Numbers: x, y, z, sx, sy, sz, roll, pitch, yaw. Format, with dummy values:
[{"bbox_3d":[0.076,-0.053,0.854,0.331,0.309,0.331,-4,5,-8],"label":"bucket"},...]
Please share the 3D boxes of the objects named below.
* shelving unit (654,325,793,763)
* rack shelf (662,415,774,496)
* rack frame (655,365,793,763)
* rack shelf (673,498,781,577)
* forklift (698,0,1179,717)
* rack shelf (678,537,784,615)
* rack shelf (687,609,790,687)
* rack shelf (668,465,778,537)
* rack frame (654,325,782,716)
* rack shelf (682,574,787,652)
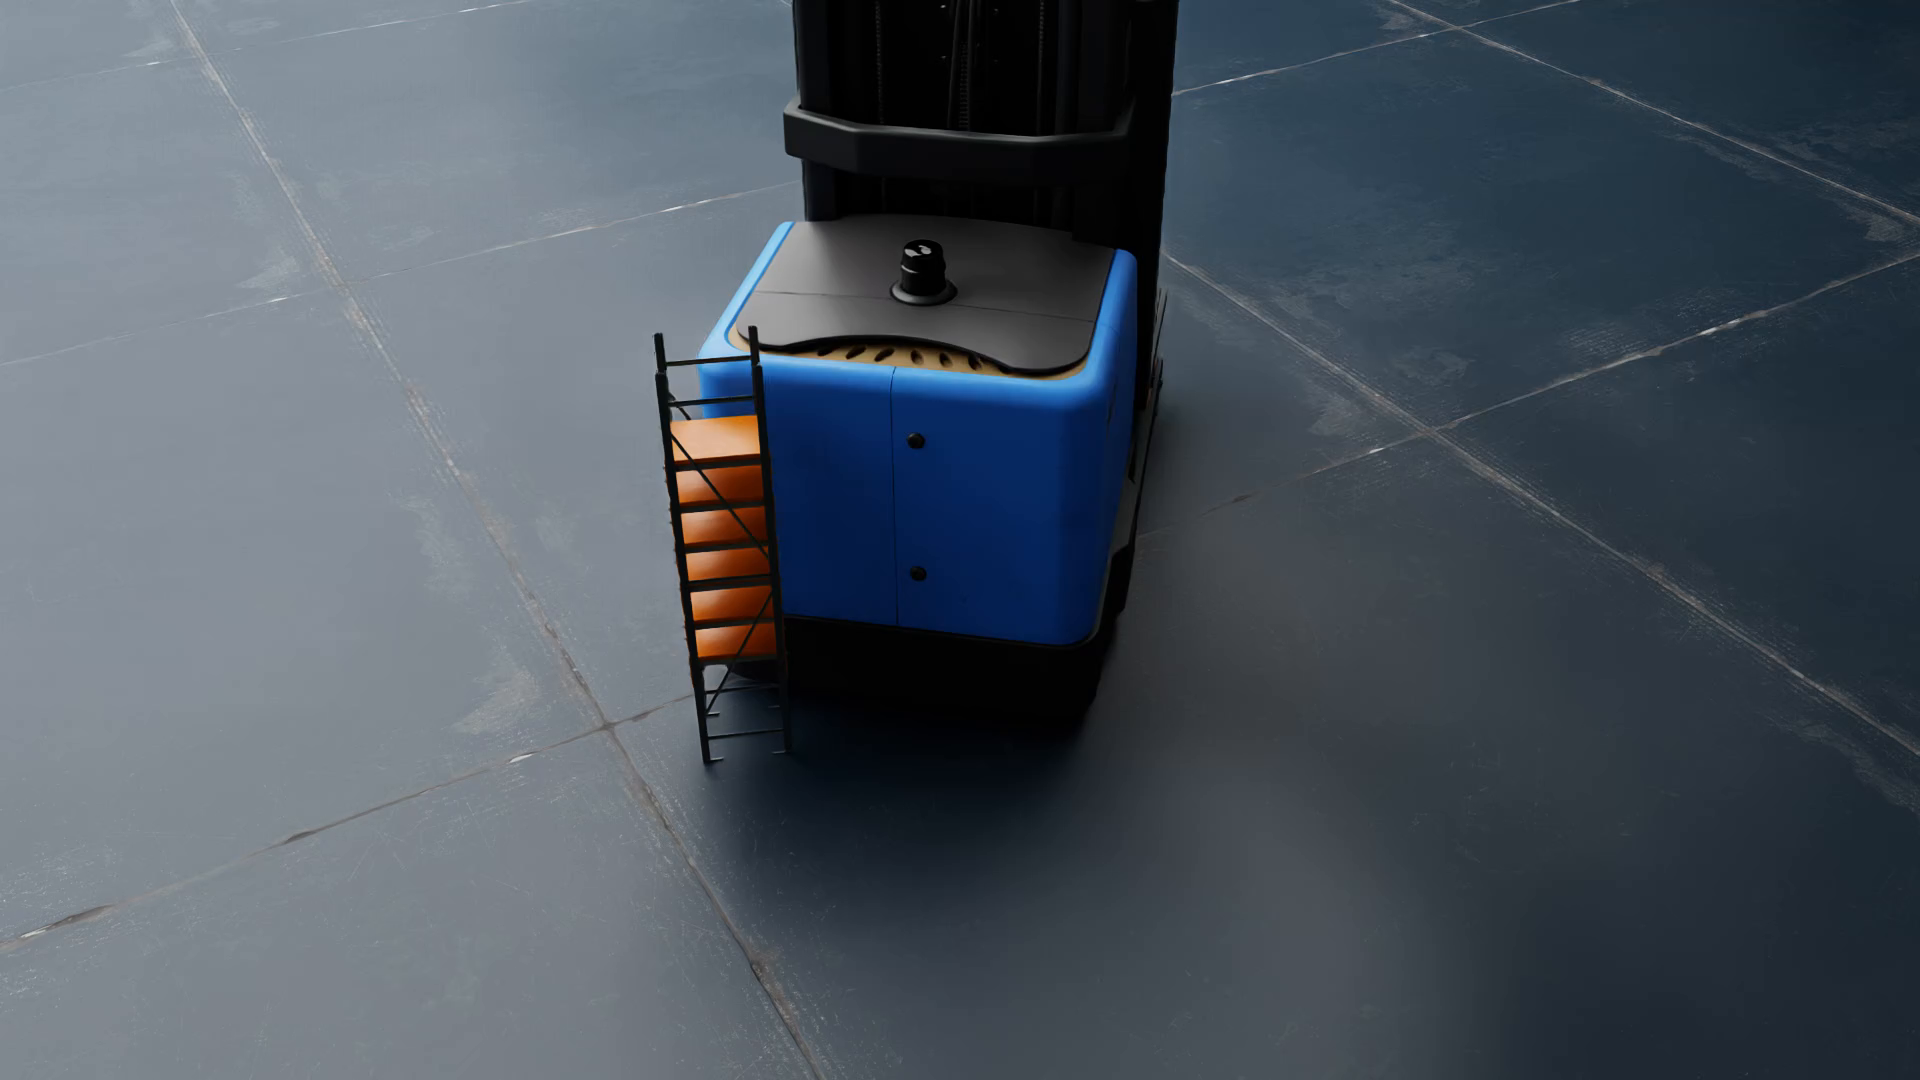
[{"bbox_3d":[-0.581,0.045,4.170,0.258,1.200,0.189,-5,37,-7],"label":"shelving unit"},{"bbox_3d":[-0.581,-0.209,3.983,0.258,0.103,0.180,-5,37,-7],"label":"rack shelf"},{"bbox_3d":[-0.567,0.099,4.097,0.240,1.200,0.006,-5,37,-7],"label":"rack frame"},{"bbox_3d":[-0.581,-0.016,4.125,0.258,0.103,0.180,-5,37,-7],"label":"rack shelf"},{"bbox_3d":[0.112,-1.573,4.918,1.130,2.935,3.031,6,37,9],"label":"forklift"},{"bbox_3d":[-0.581,0.081,4.196,0.258,0.103,0.180,-5,37,-7],"label":"rack shelf"},{"bbox_3d":[-0.581,0.274,4.339,0.258,0.103,0.180,-5,37,-7],"label":"rack shelf"},{"bbox_3d":[-0.581,-0.112,4.054,0.258,0.103,0.180,-5,37,-7],"label":"rack shelf"},{"bbox_3d":[-0.595,-0.008,4.243,0.240,1.200,0.006,-5,37,-7],"label":"rack frame"},{"bbox_3d":[-0.581,0.177,4.268,0.258,0.103,0.180,-5,37,-7],"label":"rack shelf"}]
